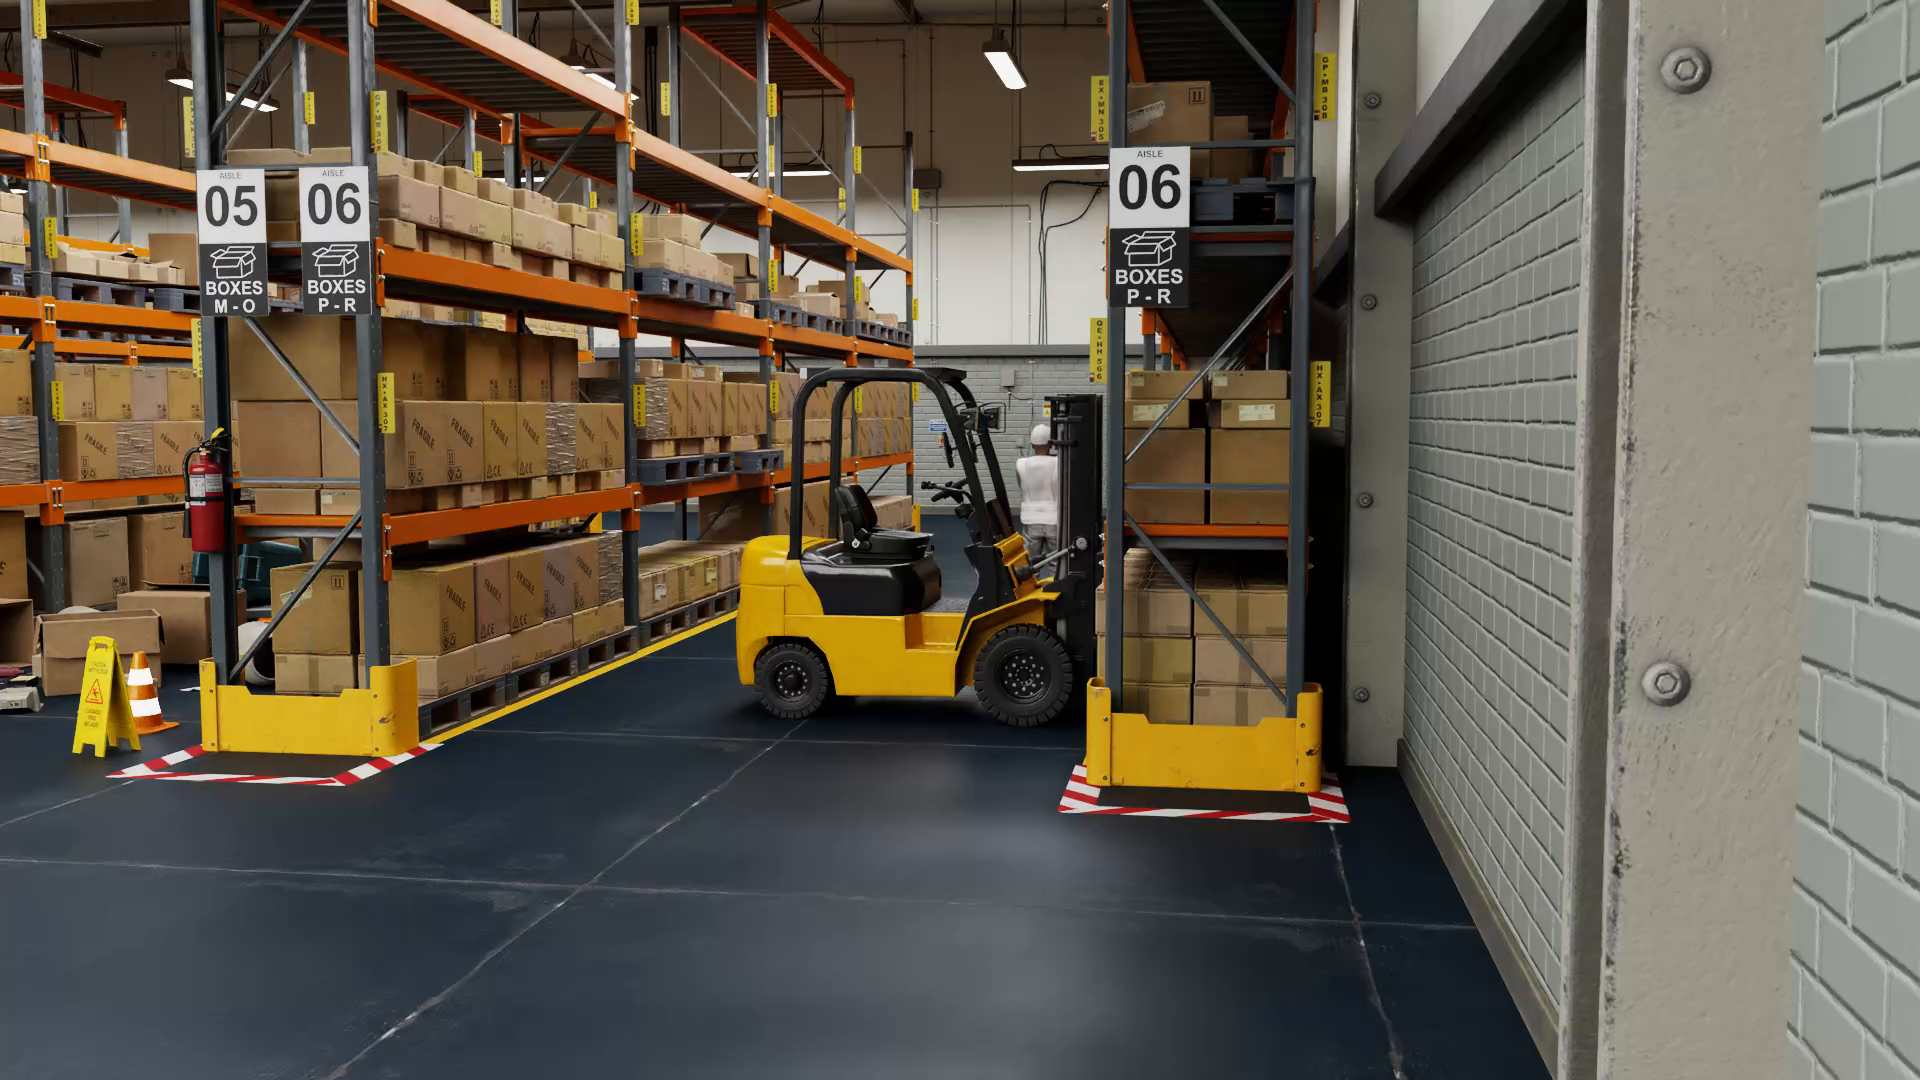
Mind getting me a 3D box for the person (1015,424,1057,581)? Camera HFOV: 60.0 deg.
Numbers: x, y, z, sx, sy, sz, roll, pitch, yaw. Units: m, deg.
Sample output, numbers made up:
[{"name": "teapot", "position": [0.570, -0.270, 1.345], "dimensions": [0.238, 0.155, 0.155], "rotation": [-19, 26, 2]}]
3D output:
[{"name": "person", "position": [0.751, -0.139, 14.796], "dimensions": [0.487, 1.778, 0.575], "rotation": [1, 4, 9]}]
